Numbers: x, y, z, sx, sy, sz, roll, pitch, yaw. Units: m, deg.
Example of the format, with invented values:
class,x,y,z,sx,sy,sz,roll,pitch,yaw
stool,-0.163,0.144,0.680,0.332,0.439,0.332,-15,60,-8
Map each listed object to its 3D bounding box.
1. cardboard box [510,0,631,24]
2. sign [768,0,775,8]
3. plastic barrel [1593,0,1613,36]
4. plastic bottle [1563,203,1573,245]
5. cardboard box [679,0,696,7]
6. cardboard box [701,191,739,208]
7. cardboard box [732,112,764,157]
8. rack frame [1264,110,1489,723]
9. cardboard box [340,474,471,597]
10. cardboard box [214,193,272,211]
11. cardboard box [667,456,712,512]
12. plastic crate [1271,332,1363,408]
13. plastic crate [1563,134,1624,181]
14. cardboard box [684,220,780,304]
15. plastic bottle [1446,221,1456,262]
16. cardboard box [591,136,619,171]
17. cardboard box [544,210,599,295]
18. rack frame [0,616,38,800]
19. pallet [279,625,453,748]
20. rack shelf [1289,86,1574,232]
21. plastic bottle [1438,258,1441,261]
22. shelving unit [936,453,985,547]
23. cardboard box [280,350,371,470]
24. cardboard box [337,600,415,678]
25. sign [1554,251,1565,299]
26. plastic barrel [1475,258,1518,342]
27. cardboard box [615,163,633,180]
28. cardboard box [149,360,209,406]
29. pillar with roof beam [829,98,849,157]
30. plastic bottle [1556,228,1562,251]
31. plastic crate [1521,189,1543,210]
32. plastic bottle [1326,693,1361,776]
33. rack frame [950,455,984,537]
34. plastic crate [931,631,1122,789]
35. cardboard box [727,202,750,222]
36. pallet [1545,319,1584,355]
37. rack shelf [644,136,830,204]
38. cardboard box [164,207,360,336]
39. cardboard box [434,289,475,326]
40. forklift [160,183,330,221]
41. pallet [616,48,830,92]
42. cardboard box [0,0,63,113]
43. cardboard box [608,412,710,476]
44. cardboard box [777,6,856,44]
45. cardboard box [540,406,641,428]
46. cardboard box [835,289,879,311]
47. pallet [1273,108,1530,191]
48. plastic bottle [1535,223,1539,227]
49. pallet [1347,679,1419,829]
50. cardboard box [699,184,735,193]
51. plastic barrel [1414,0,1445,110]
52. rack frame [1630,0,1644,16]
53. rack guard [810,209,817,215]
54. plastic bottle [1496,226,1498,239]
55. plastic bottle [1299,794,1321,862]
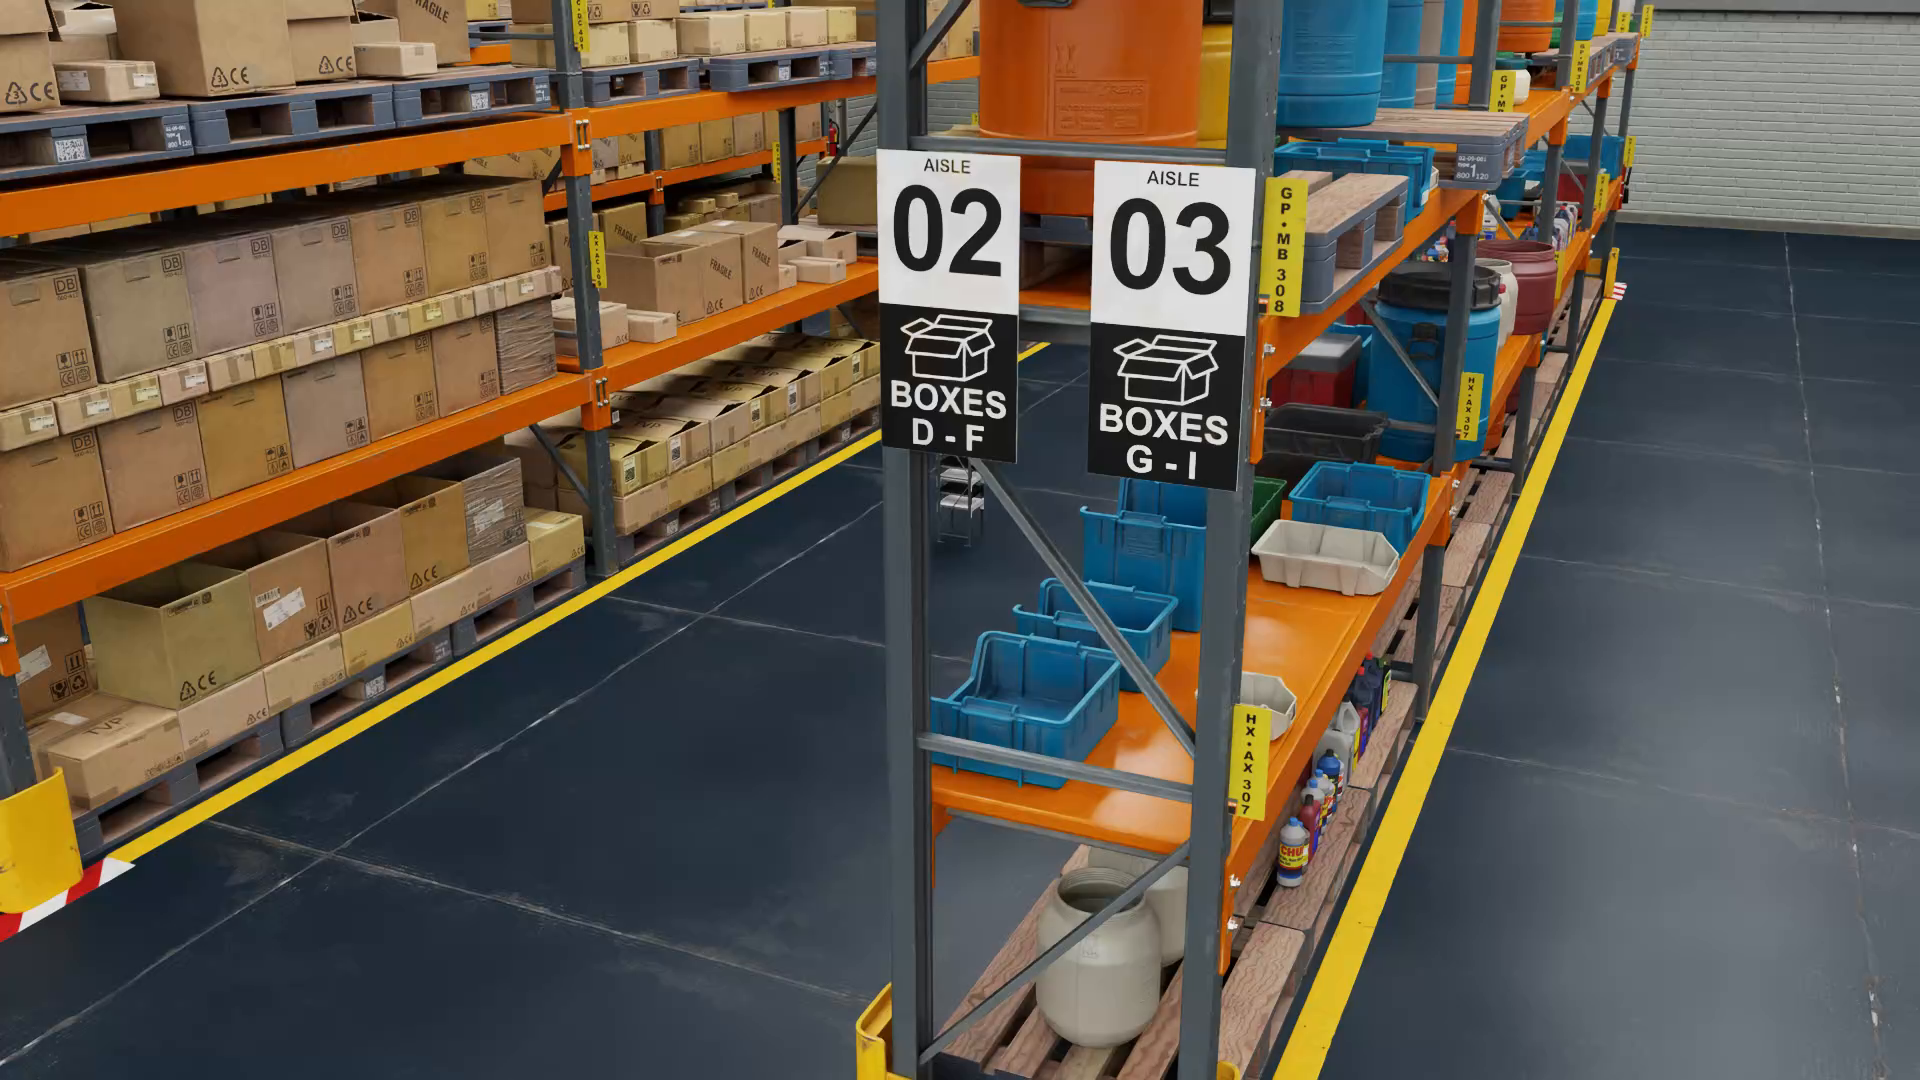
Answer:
class,x,y,z,sx,sy,sz,roll,pitch,yaw
cardboard box,-2.322,-3.335,9.872,0.500,0.500,0.500,9,21,23
sign,-1.467,-4.213,13.091,0.100,0.325,0.005,9,21,23
plastic barrel,4.994,-4.416,13.526,0.600,0.588,0.600,0,20,0
plastic bottle,5.104,-2.674,14.085,0.144,0.351,0.185,9,21,23
cardboard box,-3.332,-6.145,18.743,0.500,0.250,0.500,8,21,23
cardboard box,-2.936,-4.162,20.331,0.380,0.149,0.250,8,21,21
cardboard box,-3.026,-5.134,20.480,0.980,0.700,0.700,7,21,20
rack frame,1.906,-0.578,8.116,1.000,3.000,0.127,9,21,23
cardboard box,-3.018,-0.038,8.956,0.500,0.500,0.500,9,21,23
cardboard box,-6.167,-2.885,13.799,0.700,0.500,0.500,9,21,23
cardboard box,-2.009,-0.406,11.111,0.500,0.250,0.500,9,22,24
plastic crate,1.826,-0.798,8.640,0.402,0.464,0.583,9,21,23
plastic crate,6.854,-4.163,18.055,0.616,0.435,0.499,9,21,23
cardboard box,-1.645,-2.013,12.004,0.500,0.500,0.500,7,21,20
plastic bottle,3.892,-2.352,13.178,0.144,0.351,0.185,9,21,23
cardboard box,-4.015,-4.246,17.809,0.500,0.500,0.500,9,21,23
cardboard box,-4.365,-3.079,17.731,0.750,0.750,0.750,9,22,24
rack frame,-4.249,-0.036,6.592,1.000,3.000,0.127,9,21,23
pallet,-3.473,0.667,8.778,1.003,0.211,1.213,9,21,23
rack shelf,2.725,-2.263,9.453,1.077,0.370,4.000,9,21,23
plastic bottle,3.599,-2.082,12.642,0.097,0.201,0.097,0,20,0
shelving unit,0.003,-0.426,10.825,0.258,0.900,0.210,9,21,23
cardboard box,-3.415,-0.697,8.304,0.700,0.500,0.500,9,22,24
cardboard box,-3.211,0.470,8.647,0.500,0.250,0.500,9,21,23
sign,4.049,-1.804,11.321,0.100,0.325,0.005,9,21,23
plastic barrel,3.318,-1.509,10.569,0.421,0.512,0.421,0,20,0
cardboard box,-3.818,-4.051,18.228,0.380,0.149,0.250,9,21,24
cardboard box,-3.577,-0.713,7.379,0.380,0.149,0.250,8,21,22
pillar with roof beam,2.026,-8.785,22.242,9.100,9.000,0.400,9,21,23
plastic bottle,4.757,-2.348,13.270,0.061,0.283,0.133,9,21,23
plastic crate,5.396,-3.301,16.095,0.437,0.125,0.590,9,21,23
plastic bottle,1.695,0.857,7.379,0.144,0.351,0.185,8,21,22
rack frame,0.045,-0.458,10.912,0.240,0.900,0.006,9,21,23
plastic crate,0.200,0.521,5.249,0.499,0.251,0.616,9,21,23
cardboard box,-3.035,-3.927,20.638,0.700,0.500,0.500,9,22,24
pallet,5.448,-1.939,16.107,1.003,0.211,1.213,9,21,23
rack shelf,-3.037,-4.655,20.655,1.077,0.370,4.000,9,21,23
cardboard box,-3.403,-1.320,8.118,0.700,0.500,0.500,9,21,23
cardboard box,-2.842,-1.262,8.925,0.380,0.149,0.250,9,21,23
forklift,-4.848,-1.797,11.648,1.130,2.935,3.031,-3,20,-8
pallet,-1.625,-3.244,11.418,1.003,0.211,1.213,10,22,25
cardboard box,-4.010,-1.936,6.471,0.797,0.503,0.637,10,22,26
cardboard box,-2.005,-0.669,11.014,0.500,0.311,0.500,8,21,22
cardboard box,-1.108,-3.875,12.509,0.500,0.250,0.500,7,21,19
cardboard box,-2.499,-0.748,11.235,0.500,0.311,0.500,9,22,24
cardboard box,-0.785,-2.200,14.633,0.500,0.250,0.500,9,22,25
pallet,1.700,-1.668,6.987,1.213,0.211,1.003,9,21,23
plastic bottle,4.783,-2.502,13.720,0.097,0.271,0.097,0,20,0
pallet,1.593,0.936,8.022,1.003,0.211,1.213,9,21,23
cardboard box,-3.062,-4.381,20.947,0.380,0.149,0.250,9,21,23
plastic barrel,2.184,-2.612,8.613,0.600,0.901,0.600,0,20,0
rack frame,6.820,-7.072,17.426,1.000,3.000,0.127,9,21,23
rack guard,-2.208,-4.435,22.693,1.175,0.500,0.348,9,21,23
plastic bottle,4.617,-2.717,14.429,0.097,0.201,0.097,0,20,0
plastic bottle,1.405,1.140,6.685,0.061,0.283,0.133,9,21,24
